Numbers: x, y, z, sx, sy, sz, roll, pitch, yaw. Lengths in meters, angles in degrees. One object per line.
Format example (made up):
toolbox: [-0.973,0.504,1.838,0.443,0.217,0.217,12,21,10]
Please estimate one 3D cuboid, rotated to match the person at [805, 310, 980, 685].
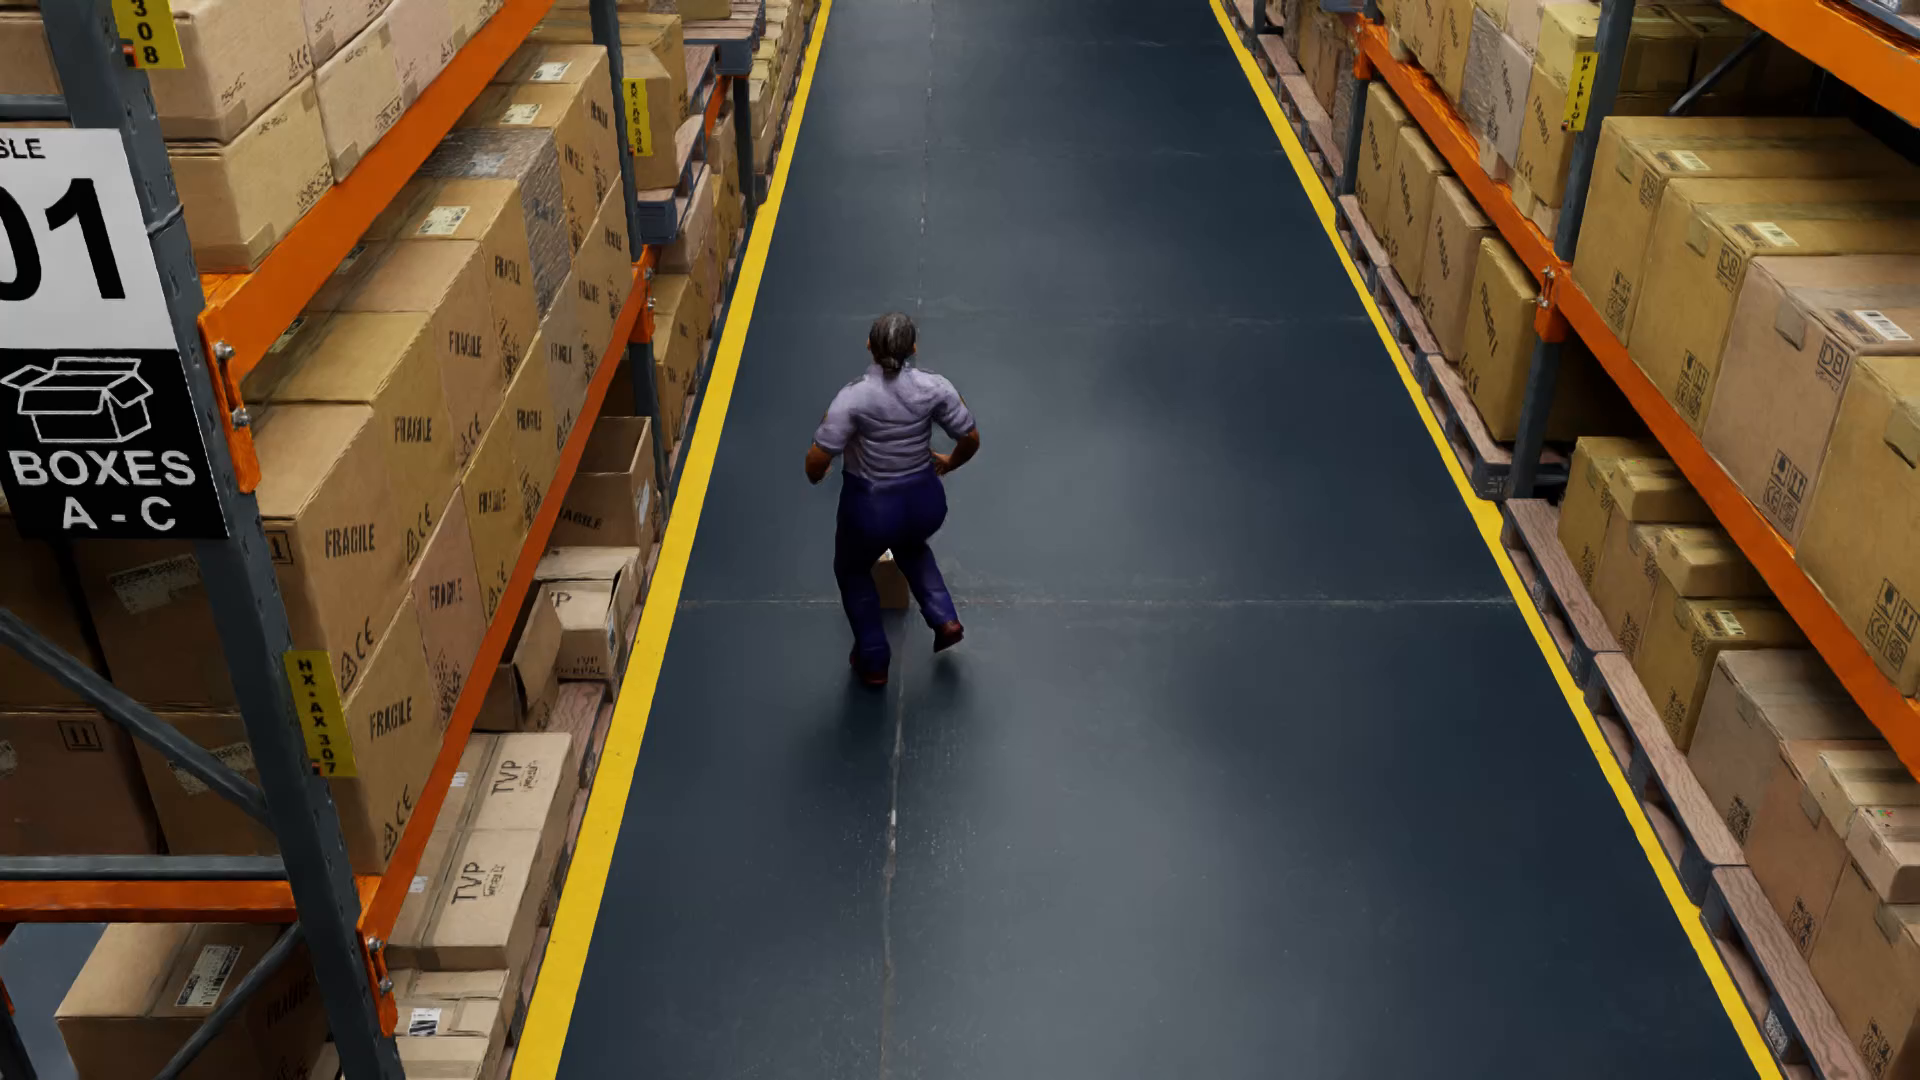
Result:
person: [-0.302,-0.164,6.441,0.663,1.612,0.485,-15,35,-23]
